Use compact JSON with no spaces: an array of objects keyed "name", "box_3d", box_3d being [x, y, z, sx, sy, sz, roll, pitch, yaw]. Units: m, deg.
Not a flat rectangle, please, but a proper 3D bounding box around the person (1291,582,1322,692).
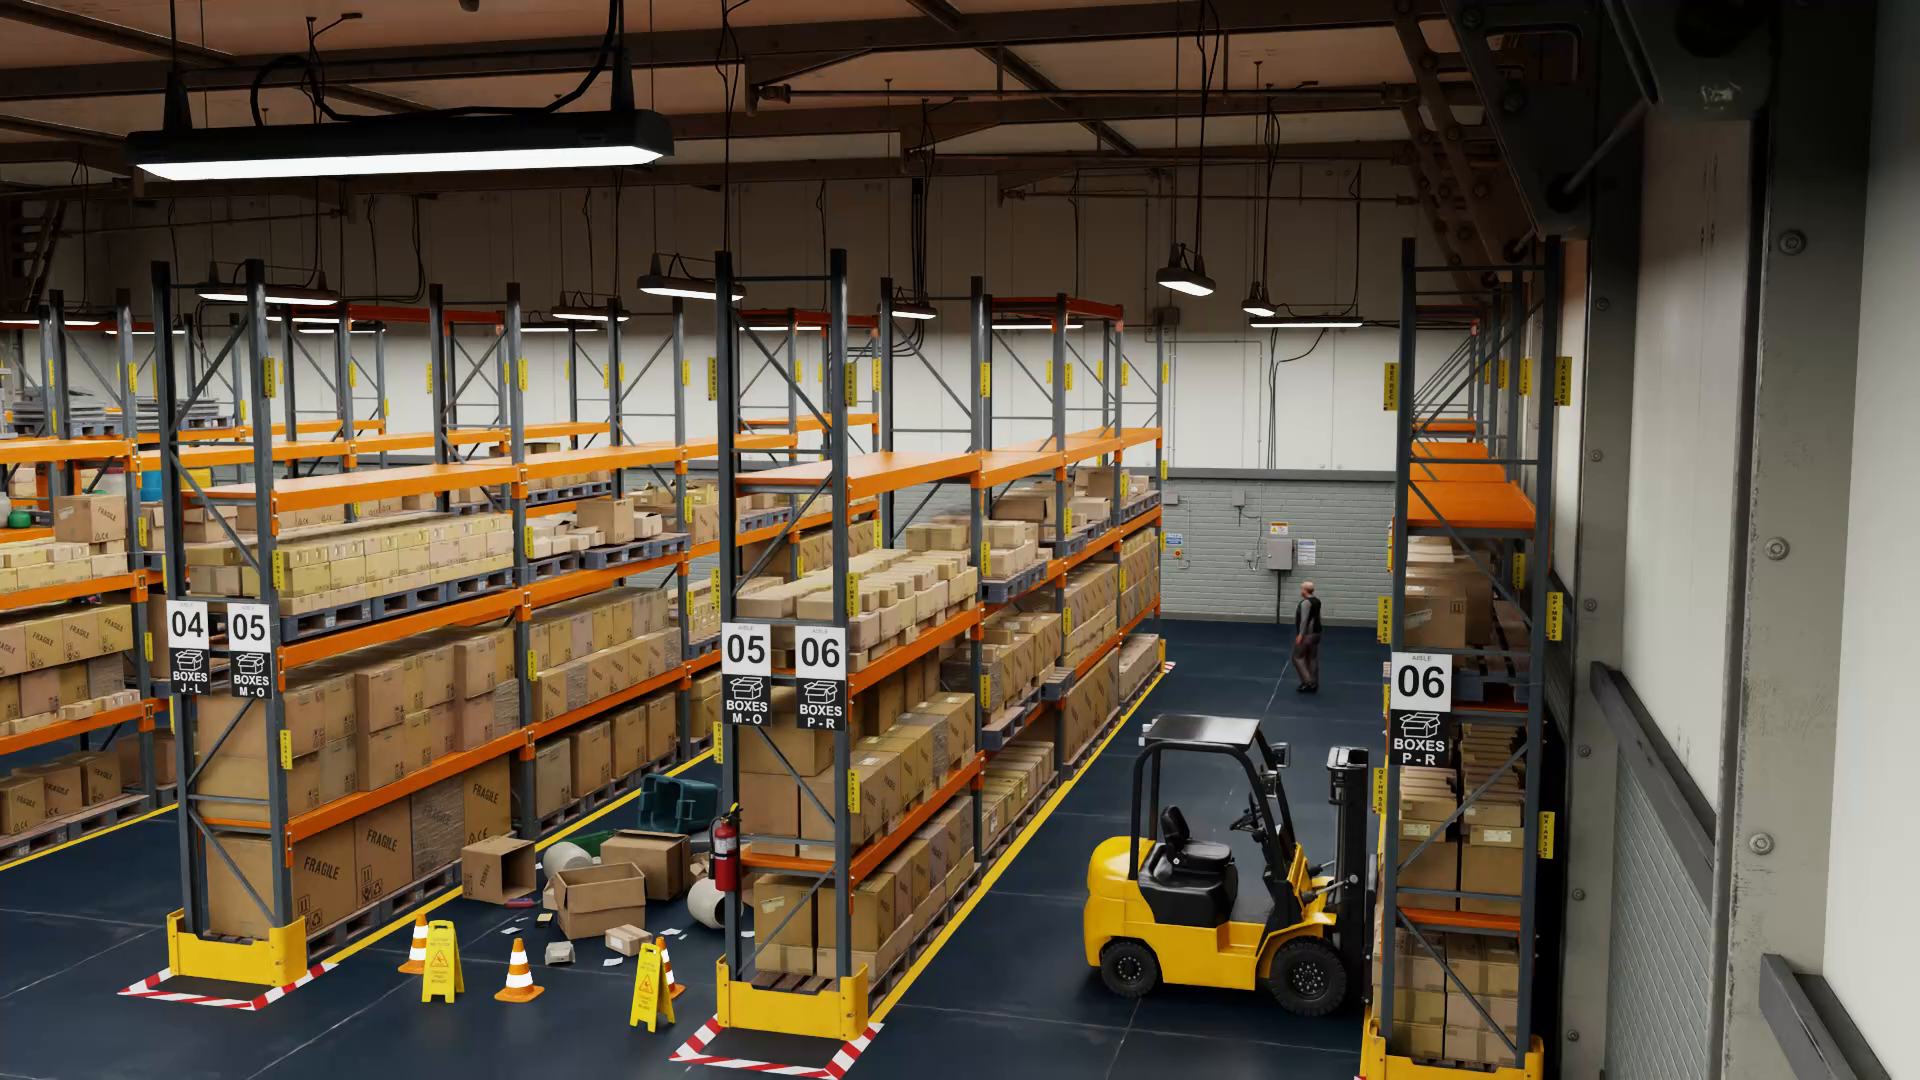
[{"name":"person","box_3d":[5.532,1.536,26.394,0.387,1.745,0.598,5,8,41]}]
